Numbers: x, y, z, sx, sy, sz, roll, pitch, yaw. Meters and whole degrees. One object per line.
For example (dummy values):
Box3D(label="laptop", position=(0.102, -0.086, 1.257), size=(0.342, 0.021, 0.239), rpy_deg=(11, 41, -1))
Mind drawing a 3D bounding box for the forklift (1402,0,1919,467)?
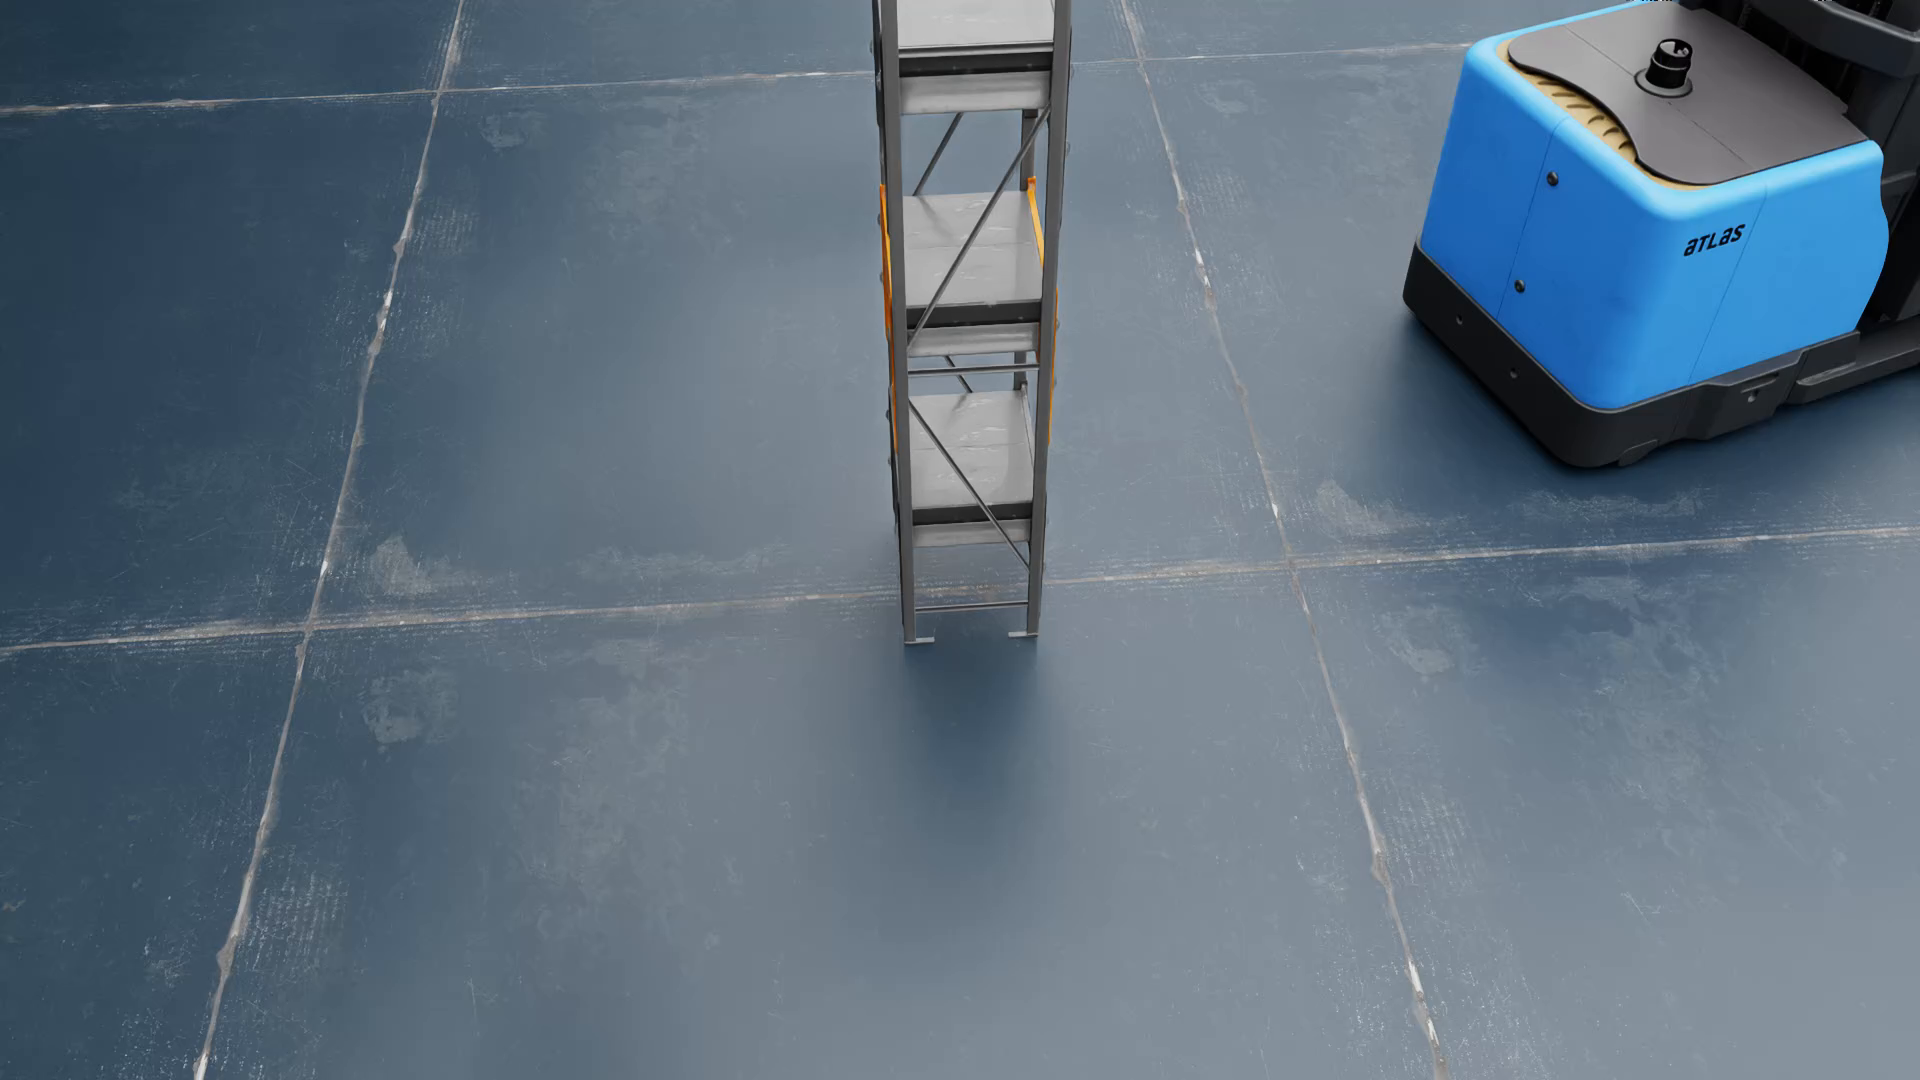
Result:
Box3D(label="forklift", position=(3.155, -1.955, 5.083), size=(3.031, 2.935, 1.130), rpy_deg=(-18, 49, -16))

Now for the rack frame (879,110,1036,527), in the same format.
Box3D(label="rack frame", position=(-0.007, -0.779, 4.541), size=(0.400, 2.100, 0.015), rpy_deg=(-3, 47, -3))

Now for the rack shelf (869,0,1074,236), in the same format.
Box3D(label="rack shelf", position=(0.014, -1.074, 3.876), size=(0.431, 0.518, 0.480), rpy_deg=(-3, 47, -3))

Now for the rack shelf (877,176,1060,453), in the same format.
Box3D(label="rack shelf", position=(0.014, -0.593, 4.384), size=(0.431, 0.518, 0.480), rpy_deg=(-3, 47, -3))

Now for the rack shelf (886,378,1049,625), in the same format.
Box3D(label="rack shelf", position=(0.014, -0.112, 4.892), size=(0.431, 0.518, 0.480), rpy_deg=(-3, 47, -3))

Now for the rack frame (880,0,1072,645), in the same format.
Box3D(label="rack frame", position=(0.034, -0.426, 4.207), size=(0.400, 2.100, 0.015), rpy_deg=(-3, 47, -3))

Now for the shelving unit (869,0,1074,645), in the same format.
Box3D(label="shelving unit", position=(0.014, -0.602, 4.374), size=(0.431, 2.100, 0.503), rpy_deg=(-3, 47, -3))
